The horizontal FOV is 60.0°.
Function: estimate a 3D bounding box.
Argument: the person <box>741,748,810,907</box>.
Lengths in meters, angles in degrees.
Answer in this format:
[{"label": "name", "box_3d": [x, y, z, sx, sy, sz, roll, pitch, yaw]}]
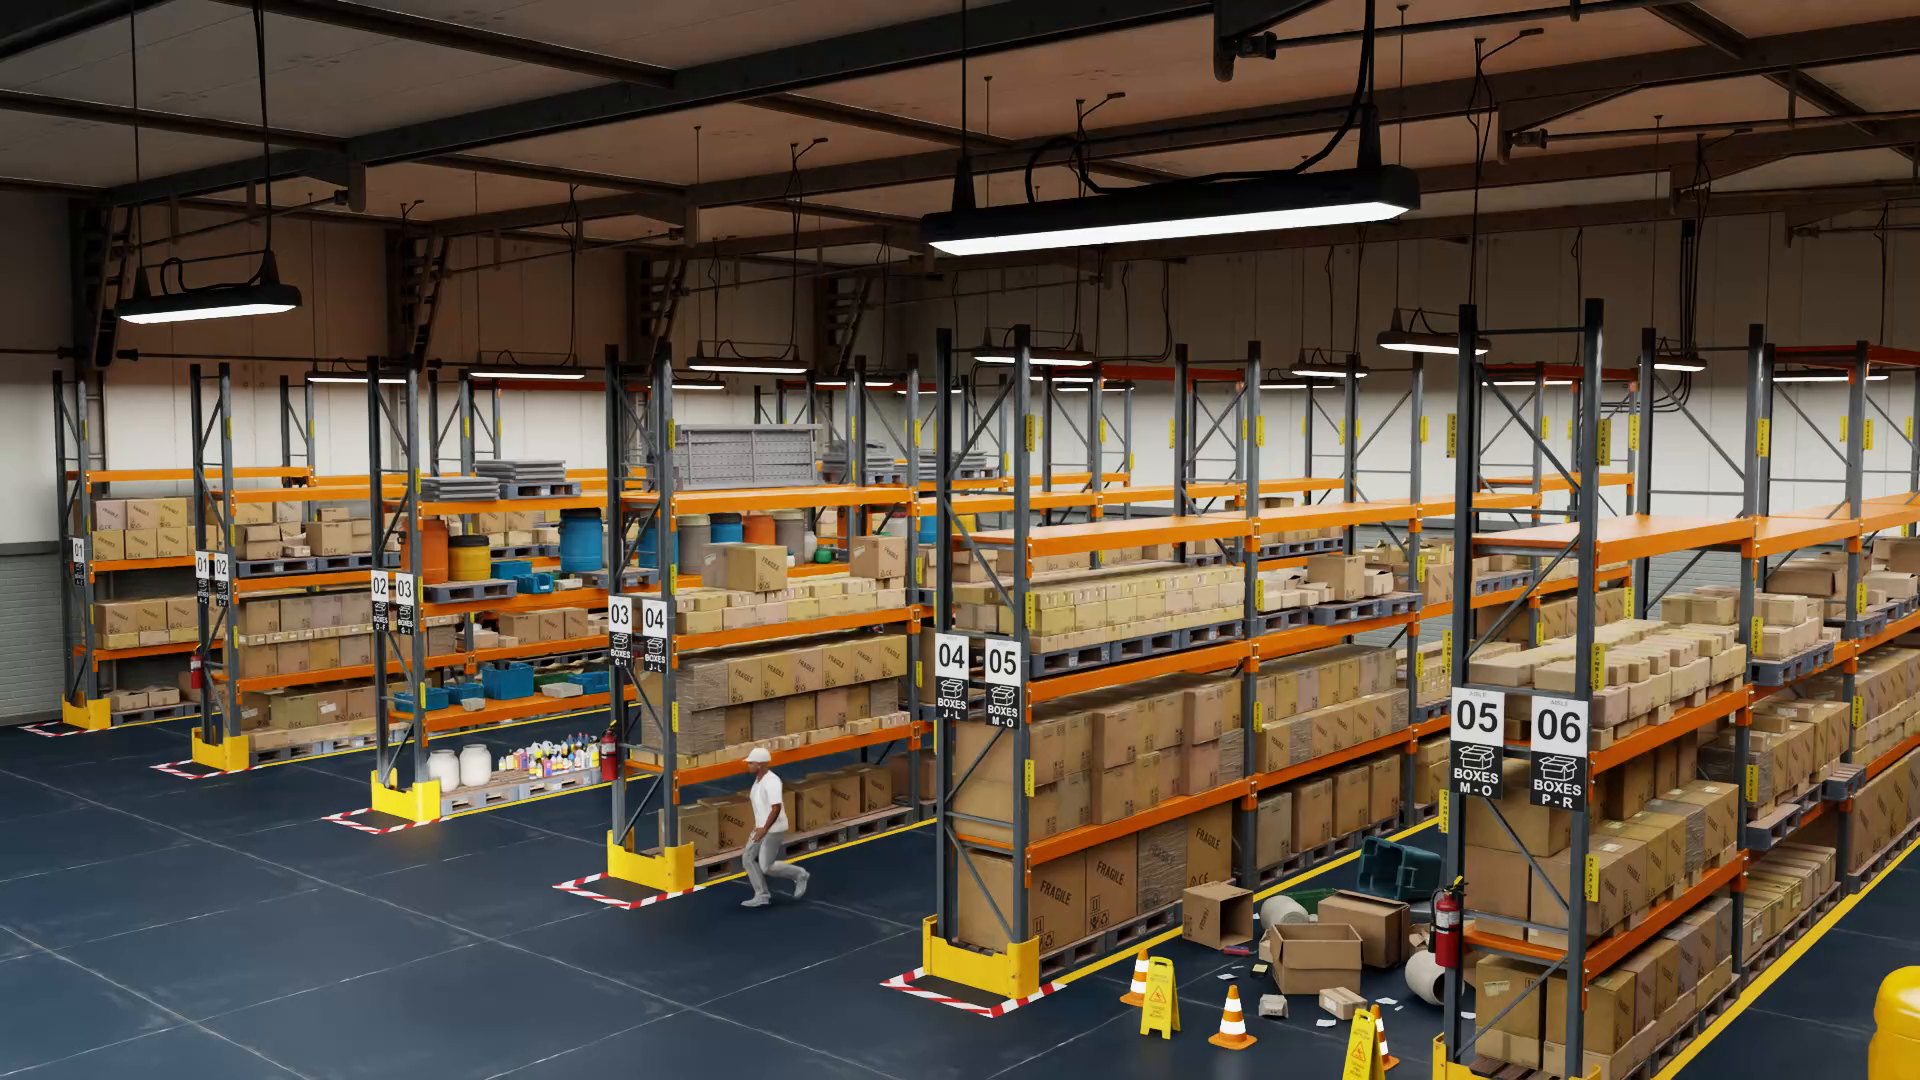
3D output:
[{"label": "person", "box_3d": [-2.000, 3.051, 17.799, 0.759, 1.673, 0.622, -2, 5, -26]}]

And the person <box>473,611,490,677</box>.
[{"label": "person", "box_3d": [-8.864, 2.091, 30.475, 0.479, 1.613, 0.528, -4, 5, -41]}]
